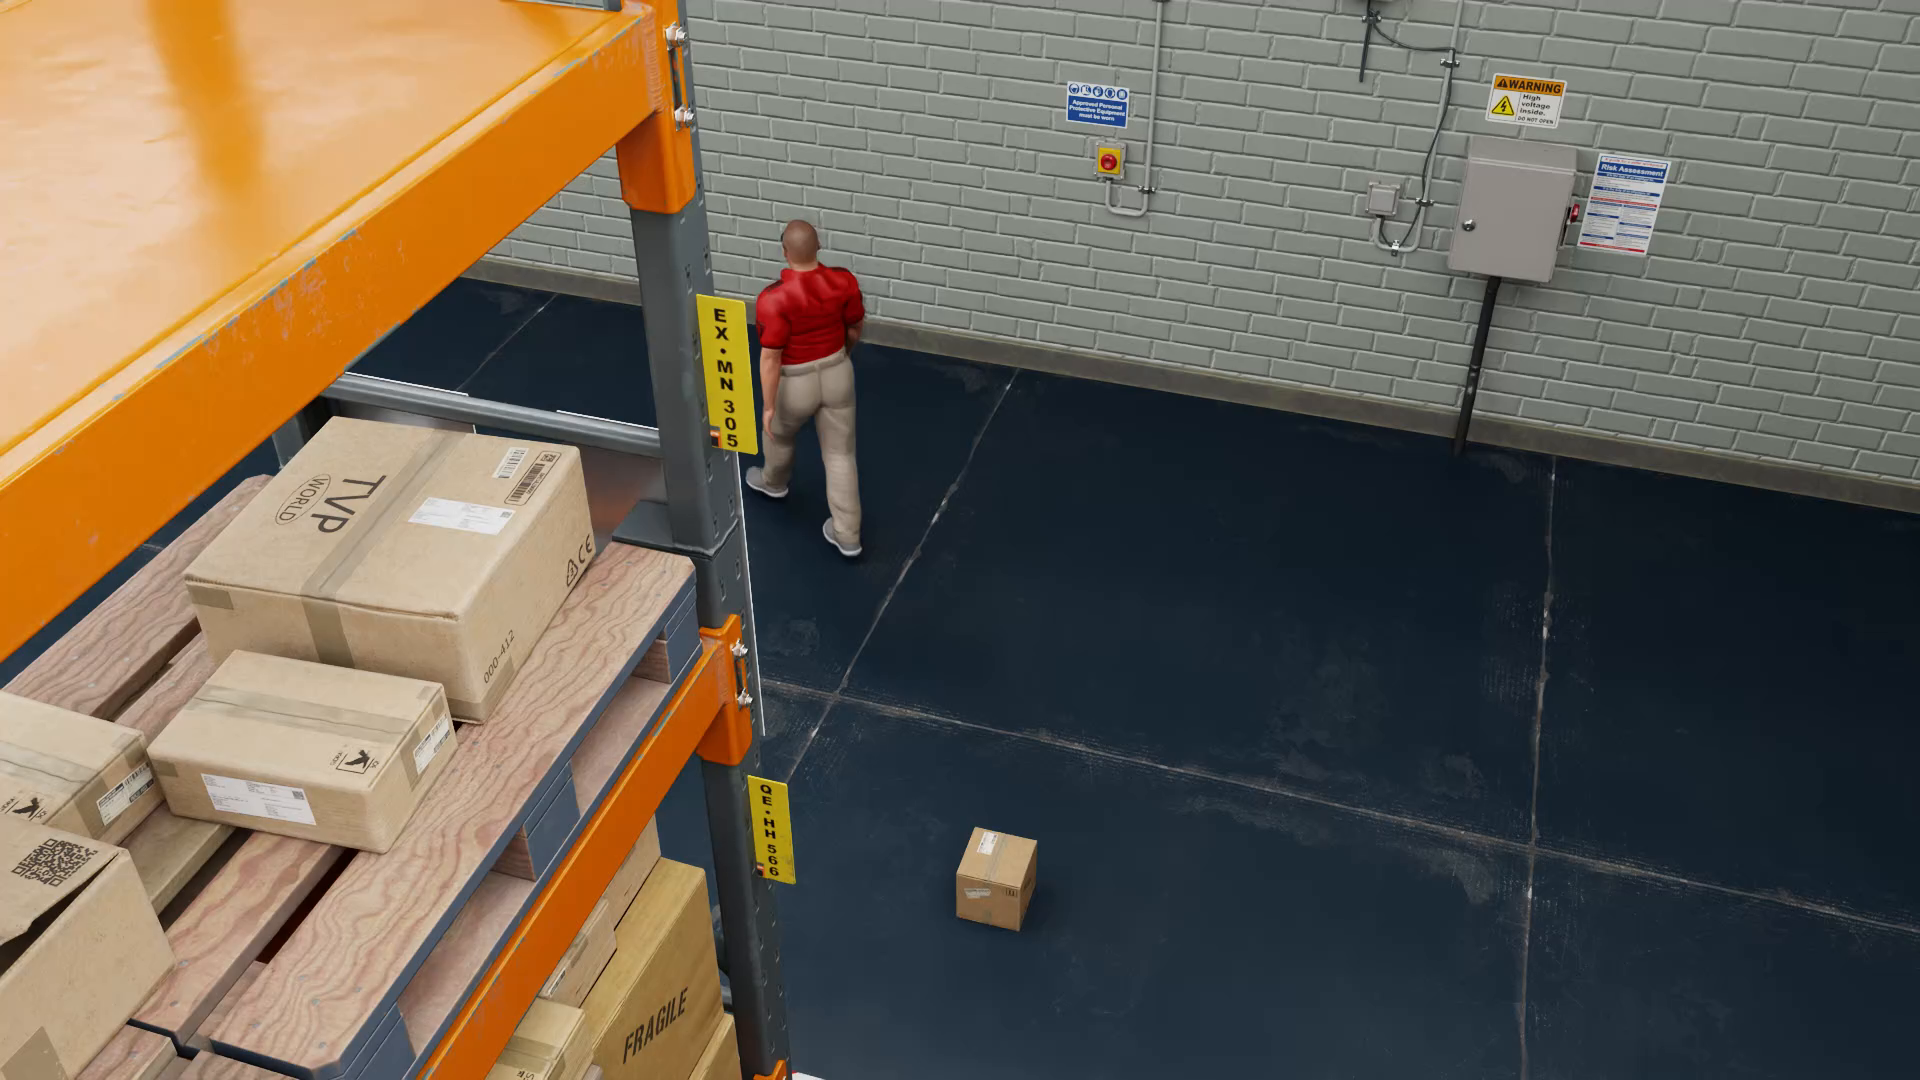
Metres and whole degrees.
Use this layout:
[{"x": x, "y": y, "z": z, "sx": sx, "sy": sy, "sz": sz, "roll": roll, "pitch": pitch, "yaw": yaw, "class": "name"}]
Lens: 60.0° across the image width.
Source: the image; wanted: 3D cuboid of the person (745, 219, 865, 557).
[{"x": -0.748, "y": -0.810, "z": 7.973, "sx": 0.576, "sy": 1.685, "sz": 0.951, "roll": -15, "pitch": 39, "yaw": -19, "class": "person"}]
